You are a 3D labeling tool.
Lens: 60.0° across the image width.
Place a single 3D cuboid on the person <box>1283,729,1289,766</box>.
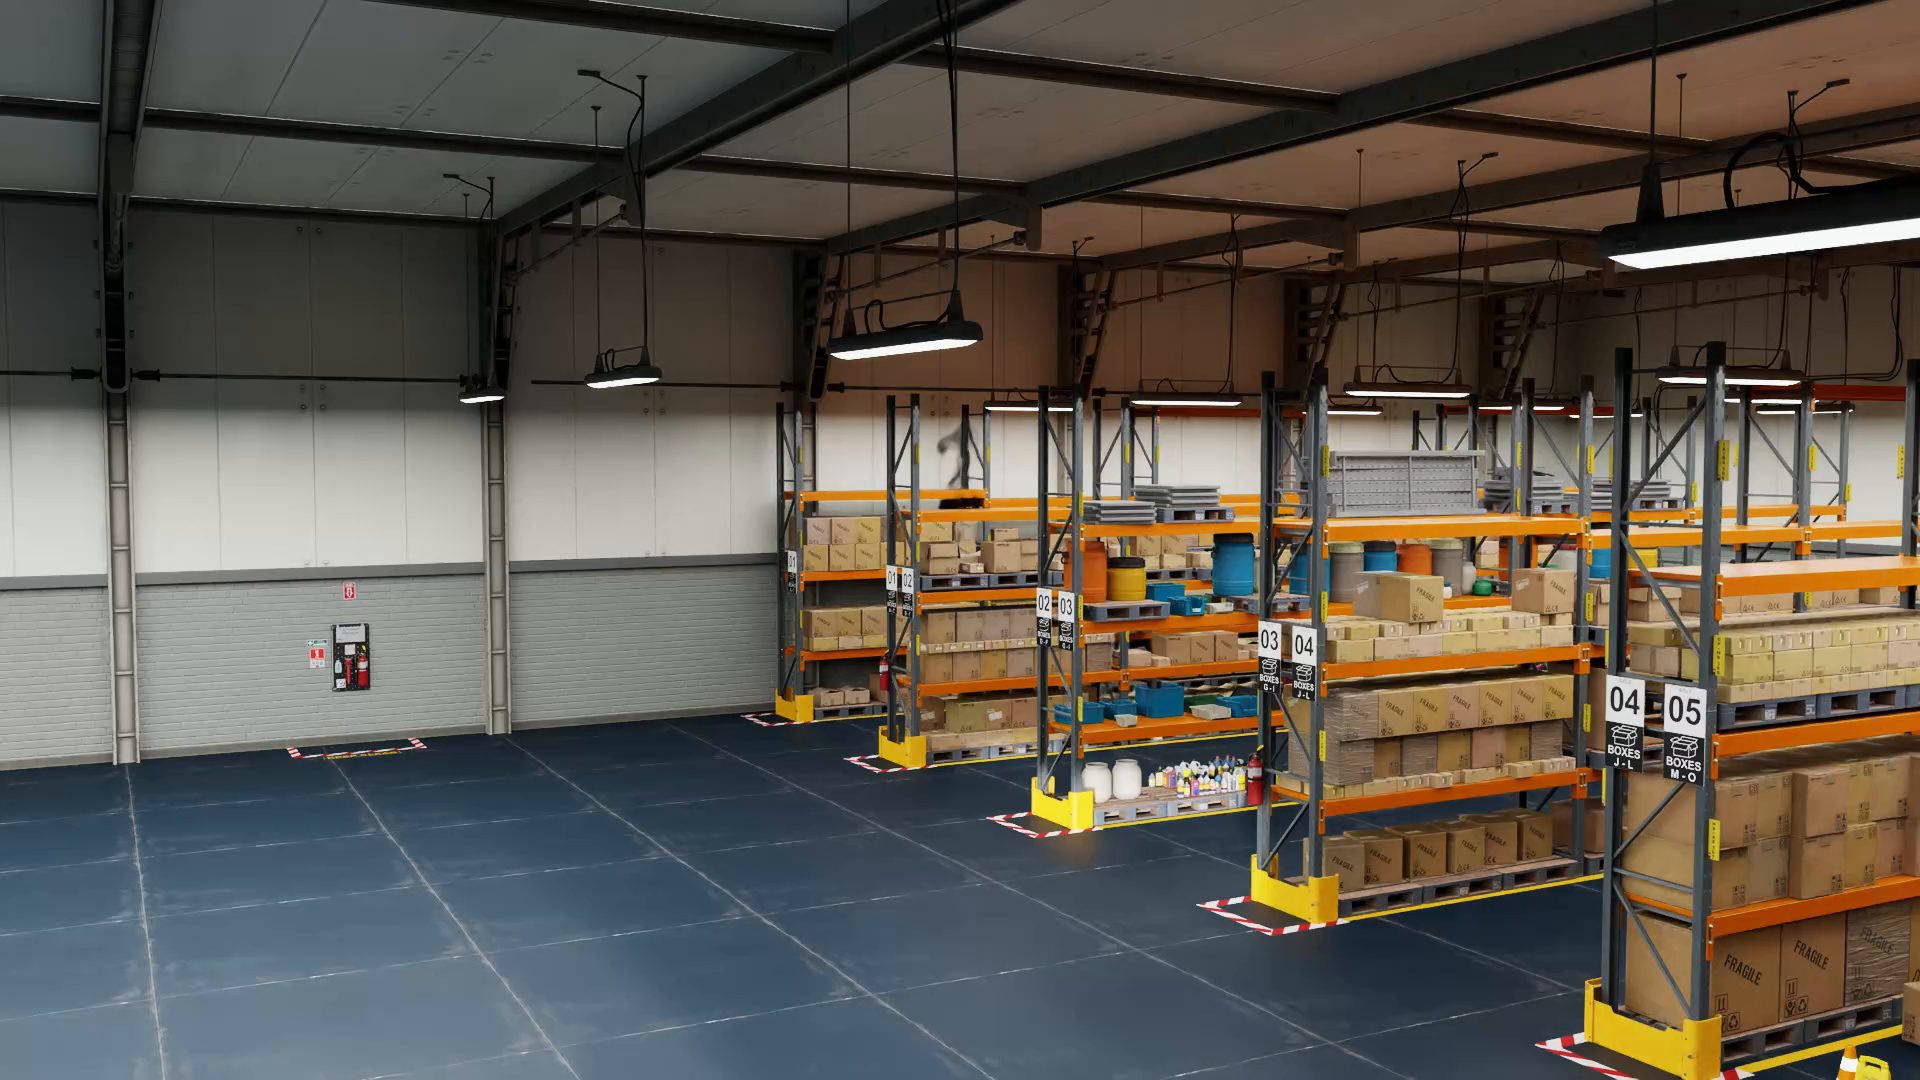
[{"bbox_3d":[5.628,2.766,26.912,0.803,1.808,0.660,-1,3,-19],"label":"person"}]
